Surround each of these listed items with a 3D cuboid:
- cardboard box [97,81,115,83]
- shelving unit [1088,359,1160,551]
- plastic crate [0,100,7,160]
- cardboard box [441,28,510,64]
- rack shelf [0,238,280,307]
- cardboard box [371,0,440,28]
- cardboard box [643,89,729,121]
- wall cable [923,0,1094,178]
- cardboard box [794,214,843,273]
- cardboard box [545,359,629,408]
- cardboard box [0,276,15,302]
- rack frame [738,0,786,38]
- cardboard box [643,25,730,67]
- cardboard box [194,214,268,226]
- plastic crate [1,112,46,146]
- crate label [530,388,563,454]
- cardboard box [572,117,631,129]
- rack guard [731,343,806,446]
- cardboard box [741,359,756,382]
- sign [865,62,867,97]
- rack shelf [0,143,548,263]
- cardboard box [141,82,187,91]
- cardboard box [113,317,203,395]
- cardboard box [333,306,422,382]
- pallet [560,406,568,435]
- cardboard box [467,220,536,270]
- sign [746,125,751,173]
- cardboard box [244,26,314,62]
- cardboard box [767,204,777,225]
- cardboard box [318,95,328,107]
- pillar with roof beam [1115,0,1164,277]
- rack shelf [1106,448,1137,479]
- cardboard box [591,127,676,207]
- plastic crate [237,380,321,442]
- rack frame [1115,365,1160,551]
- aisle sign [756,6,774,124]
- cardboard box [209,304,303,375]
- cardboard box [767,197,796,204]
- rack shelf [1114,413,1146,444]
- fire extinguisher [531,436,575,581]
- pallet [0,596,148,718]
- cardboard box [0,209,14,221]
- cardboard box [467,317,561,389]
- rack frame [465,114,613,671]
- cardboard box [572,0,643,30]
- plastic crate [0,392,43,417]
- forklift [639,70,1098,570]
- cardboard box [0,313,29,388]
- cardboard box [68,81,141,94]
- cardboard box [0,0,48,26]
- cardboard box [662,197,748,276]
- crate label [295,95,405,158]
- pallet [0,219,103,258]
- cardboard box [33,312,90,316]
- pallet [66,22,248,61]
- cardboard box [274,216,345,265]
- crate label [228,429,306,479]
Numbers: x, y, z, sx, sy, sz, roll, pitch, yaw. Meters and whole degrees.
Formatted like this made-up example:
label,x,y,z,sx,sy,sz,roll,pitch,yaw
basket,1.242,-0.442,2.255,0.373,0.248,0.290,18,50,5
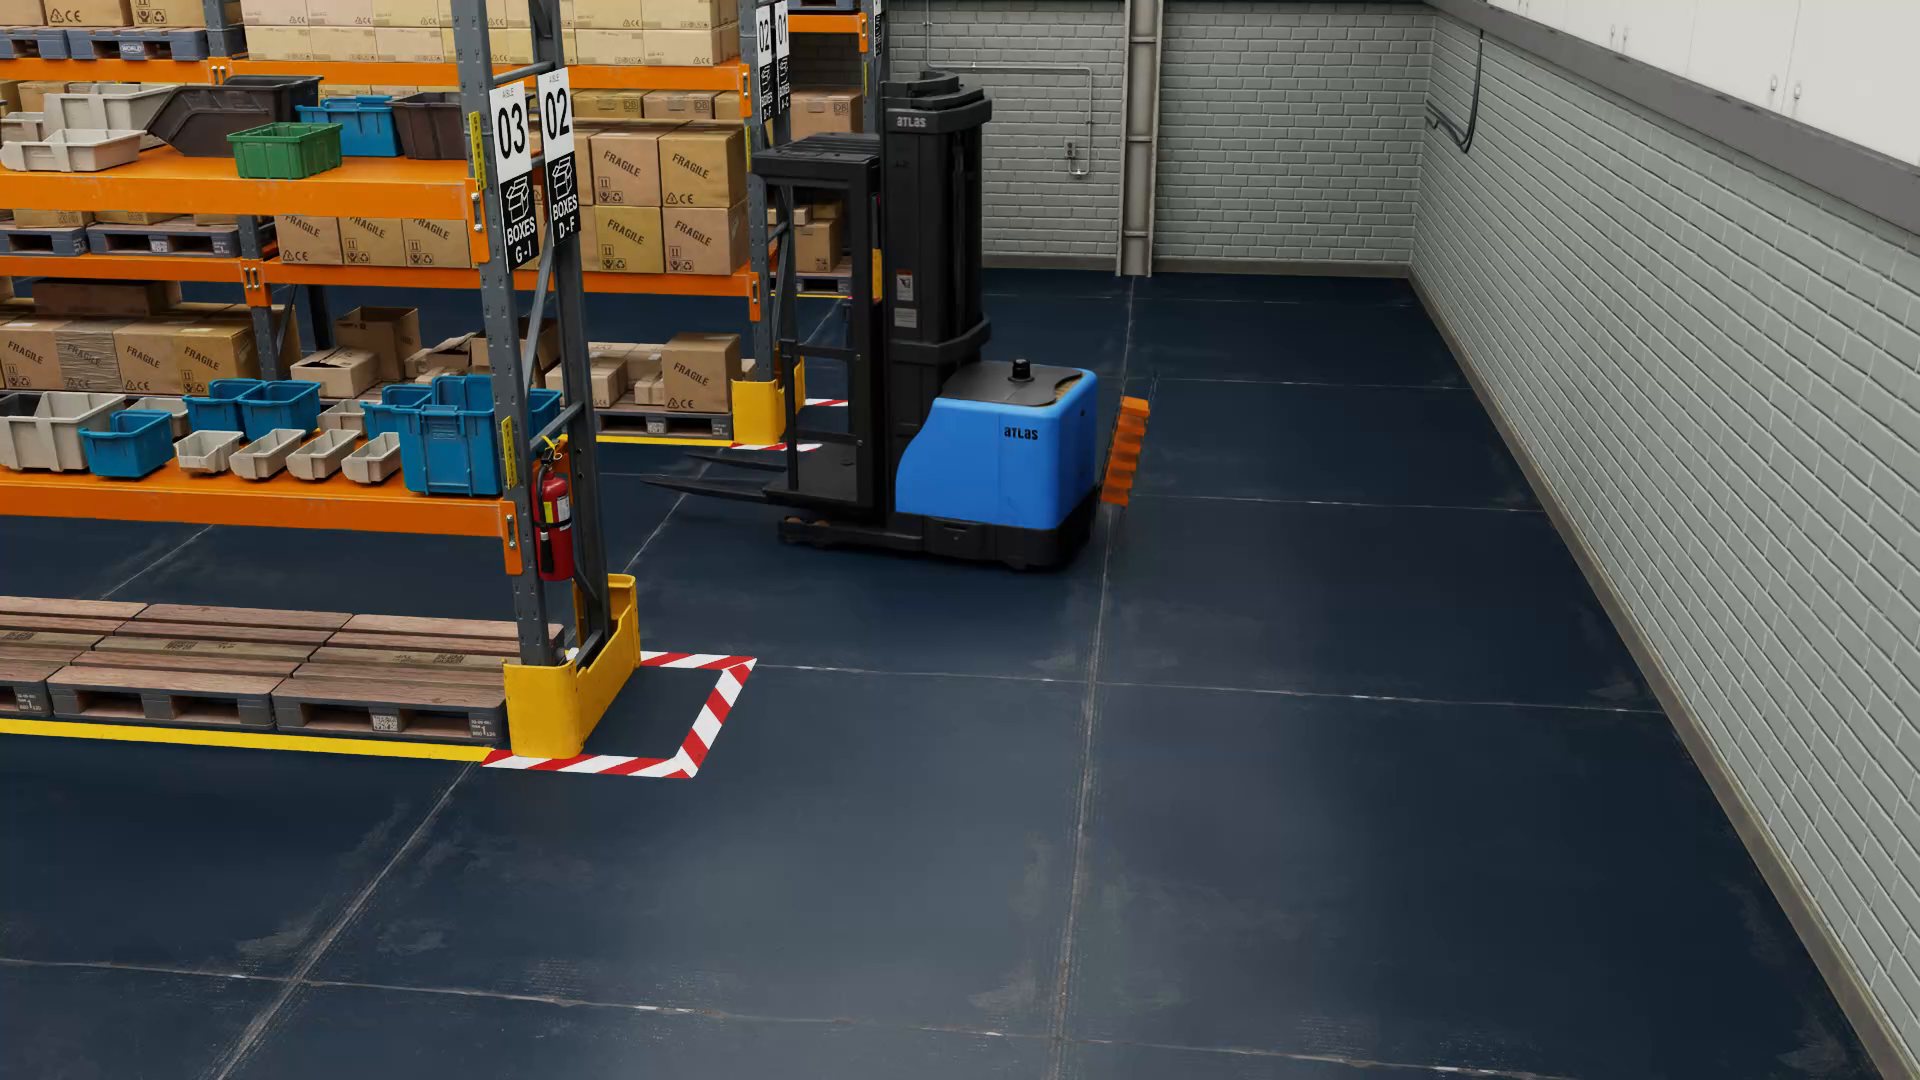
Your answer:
label,x,y,z,sx,sy,sz,roll,pitch,yaw
cardboard box,-9.149,-5.047,18.009,0.250,0.149,0.380,0,22,-1
shelving unit,1.041,-0.536,10.642,0.189,1.200,0.258,11,22,-1
plastic crate,-4.795,-1.880,7.714,0.590,0.269,0.497,2,22,6
cardboard box,-3.467,-3.656,12.232,0.500,0.250,0.500,2,22,6
rack shelf,-7.396,-2.260,13.555,4.000,0.370,1.077,2,22,6
cardboard box,-3.964,-3.907,12.187,0.500,0.250,0.500,2,22,6
cardboard box,-2.846,-4.366,17.494,0.700,0.700,0.980,1,22,4
wall cable,0.525,-4.906,17.888,1.851,1.984,0.084,2,22,6
cardboard box,-1.565,-3.171,17.708,0.500,0.500,0.700,2,22,6
cardboard box,-2.946,-1.247,13.155,0.500,0.250,0.500,2,22,6
cardboard box,-8.369,-2.116,13.995,0.500,0.250,0.500,3,22,8
rack frame,-1.437,-5.125,11.664,0.127,3.000,1.000,2,22,6
cardboard box,-1.979,-3.586,12.055,0.500,0.250,0.500,2,22,6
cardboard box,-5.854,-2.852,13.367,0.500,0.500,0.700,-5,22,-12
plastic crate,-4.689,-2.056,8.340,0.466,0.136,0.293,2,22,6
crate label,-2.231,-0.608,8.543,0.303,0.233,0.416,2,22,6
cardboard box,-2.863,-3.005,12.966,0.500,0.500,0.500,3,22,7
rack guard,-1.513,-1.176,13.234,0.348,0.500,1.175,2,22,6
cardboard box,-1.813,-1.358,13.573,0.250,0.149,0.380,2,22,6
sign,-0.936,-4.595,16.586,0.005,0.325,0.100,2,22,6
rack shelf,-4.010,-1.674,7.992,4.000,0.370,1.077,2,22,6
cardboard box,-8.354,-4.918,17.712,0.500,0.250,0.500,3,22,8
cardboard box,-6.423,-1.492,13.434,0.500,0.500,0.500,3,22,6
cardboard box,-4.810,-1.629,13.783,0.500,0.500,0.500,2,22,6
pallet,-3.513,-1.129,13.510,1.213,0.211,1.003,2,22,6
cardboard box,-3.425,-2.368,12.714,0.500,0.500,0.500,2,22,6
sign,-1.523,-2.819,11.985,0.005,0.325,0.100,2,22,6
cardboard box,-4.956,-3.722,12.399,0.500,0.250,0.500,2,22,6
cardboard box,-1.968,-3.422,17.462,0.250,0.149,0.380,3,22,8
cardboard box,-6.821,-4.502,17.680,0.500,0.500,0.500,3,22,8
pillar with roof beam,1.418,-5.561,12.766,0.400,9.000,9.100,2,22,6
rack shelf,1.032,-0.496,10.658,0.180,0.103,0.258,11,22,-1
cardboard box,-2.414,-2.787,12.414,0.500,0.500,0.500,3,22,8
plastic crate,-3.538,-0.665,8.687,0.300,0.233,0.416,2,22,6
rack frame,1.130,-0.519,10.644,0.006,1.200,0.240,11,22,-1
aisle sign,-1.406,-3.429,11.998,0.004,0.787,0.394,2,22,6
cardboard box,-5.861,-1.660,13.861,0.500,0.500,0.500,2,22,4
cardboard box,-1.921,-3.561,17.815,0.250,0.149,0.380,3,22,6
rack shelf,1.077,-0.714,10.570,0.180,0.103,0.258,11,22,-1
fire extinguisher,-1.928,-0.145,7.839,0.183,0.674,0.296,2,22,6
pallet,-5.262,0.615,9.098,1.213,0.211,1.003,2,22,6
cardboard box,-7.857,-2.828,13.305,0.500,0.500,0.700,7,23,16
cardboard box,-3.543,-1.472,13.381,0.637,0.503,0.797,2,22,6
rack frame,-2.024,-0.527,8.192,0.127,3.000,1.000,2,22,6
cardboard box,-2.474,-3.843,12.026,0.500,0.250,0.500,2,22,6
plastic crate,-4.853,-0.649,8.795,0.590,0.125,0.437,2,22,6
forklift,-0.662,-1.491,10.724,3.031,2.935,1.130,8,23,18
cardboard box,-7.945,-1.555,13.595,0.500,0.500,0.500,2,22,6
cardboard box,-9.271,-4.758,18.160,0.500,0.500,0.700,0,22,0
cardboard box,-7.226,-4.297,12.805,0.600,0.600,0.600,2,22,4
cardboard box,-1.914,-2.302,12.546,0.500,0.500,0.500,3,22,8
crate label,-2.902,-2.010,8.068,0.502,0.251,0.408,2,22,6
pallet,-7.450,-2.510,13.469,1.213,0.211,1.003,2,22,6
cardboard box,-7.390,-1.726,14.026,0.500,0.500,0.500,2,22,4
pallet,-6.049,-3.870,12.823,1.003,0.211,1.213,2,22,6
cardboard box,-4.936,-2.433,12.878,0.500,0.500,0.500,3,22,8
crate label,-3.421,-0.422,8.205,0.243,0.136,0.396,2,22,6
